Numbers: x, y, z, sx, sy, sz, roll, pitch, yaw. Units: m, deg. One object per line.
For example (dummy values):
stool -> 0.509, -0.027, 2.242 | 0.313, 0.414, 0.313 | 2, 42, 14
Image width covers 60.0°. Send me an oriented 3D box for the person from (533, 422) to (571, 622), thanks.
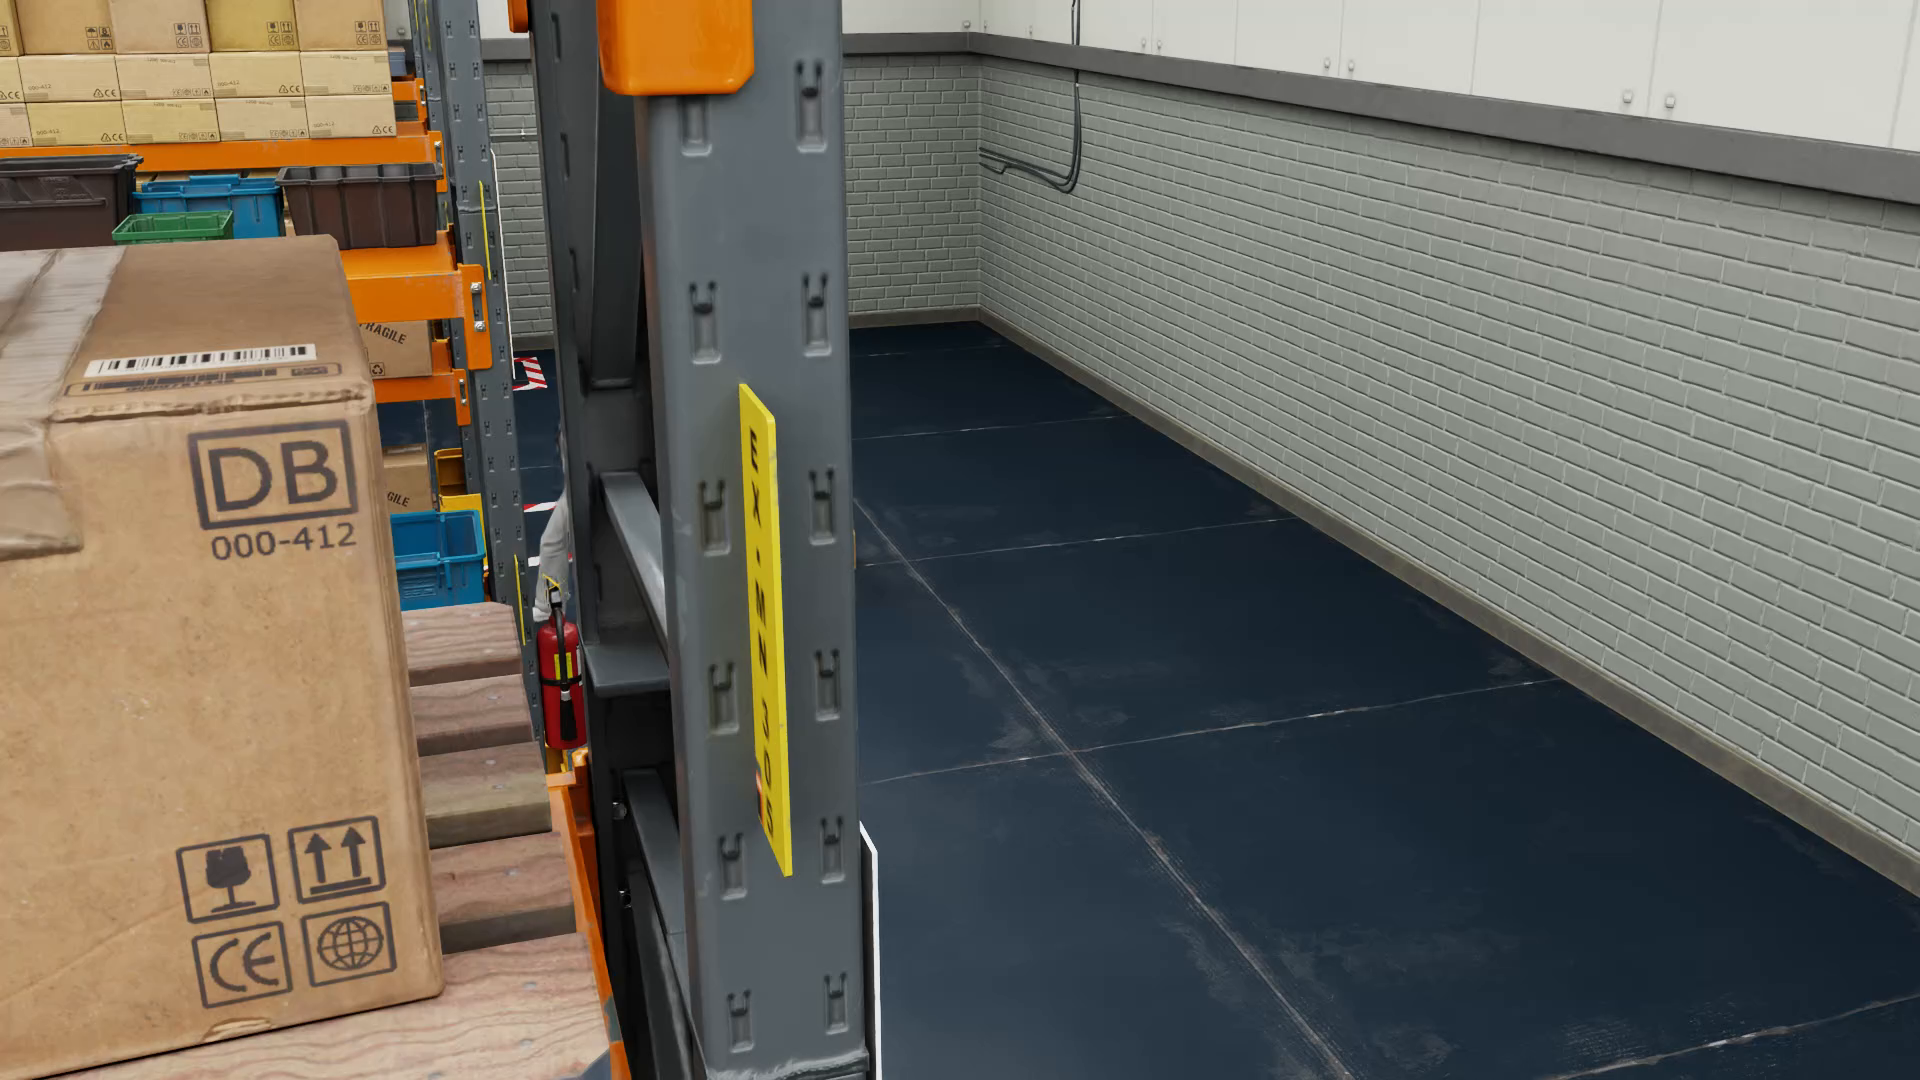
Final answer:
person -> -2.217, -0.316, 9.978 | 1.007, 1.629, 0.486 | -3, 19, -7
